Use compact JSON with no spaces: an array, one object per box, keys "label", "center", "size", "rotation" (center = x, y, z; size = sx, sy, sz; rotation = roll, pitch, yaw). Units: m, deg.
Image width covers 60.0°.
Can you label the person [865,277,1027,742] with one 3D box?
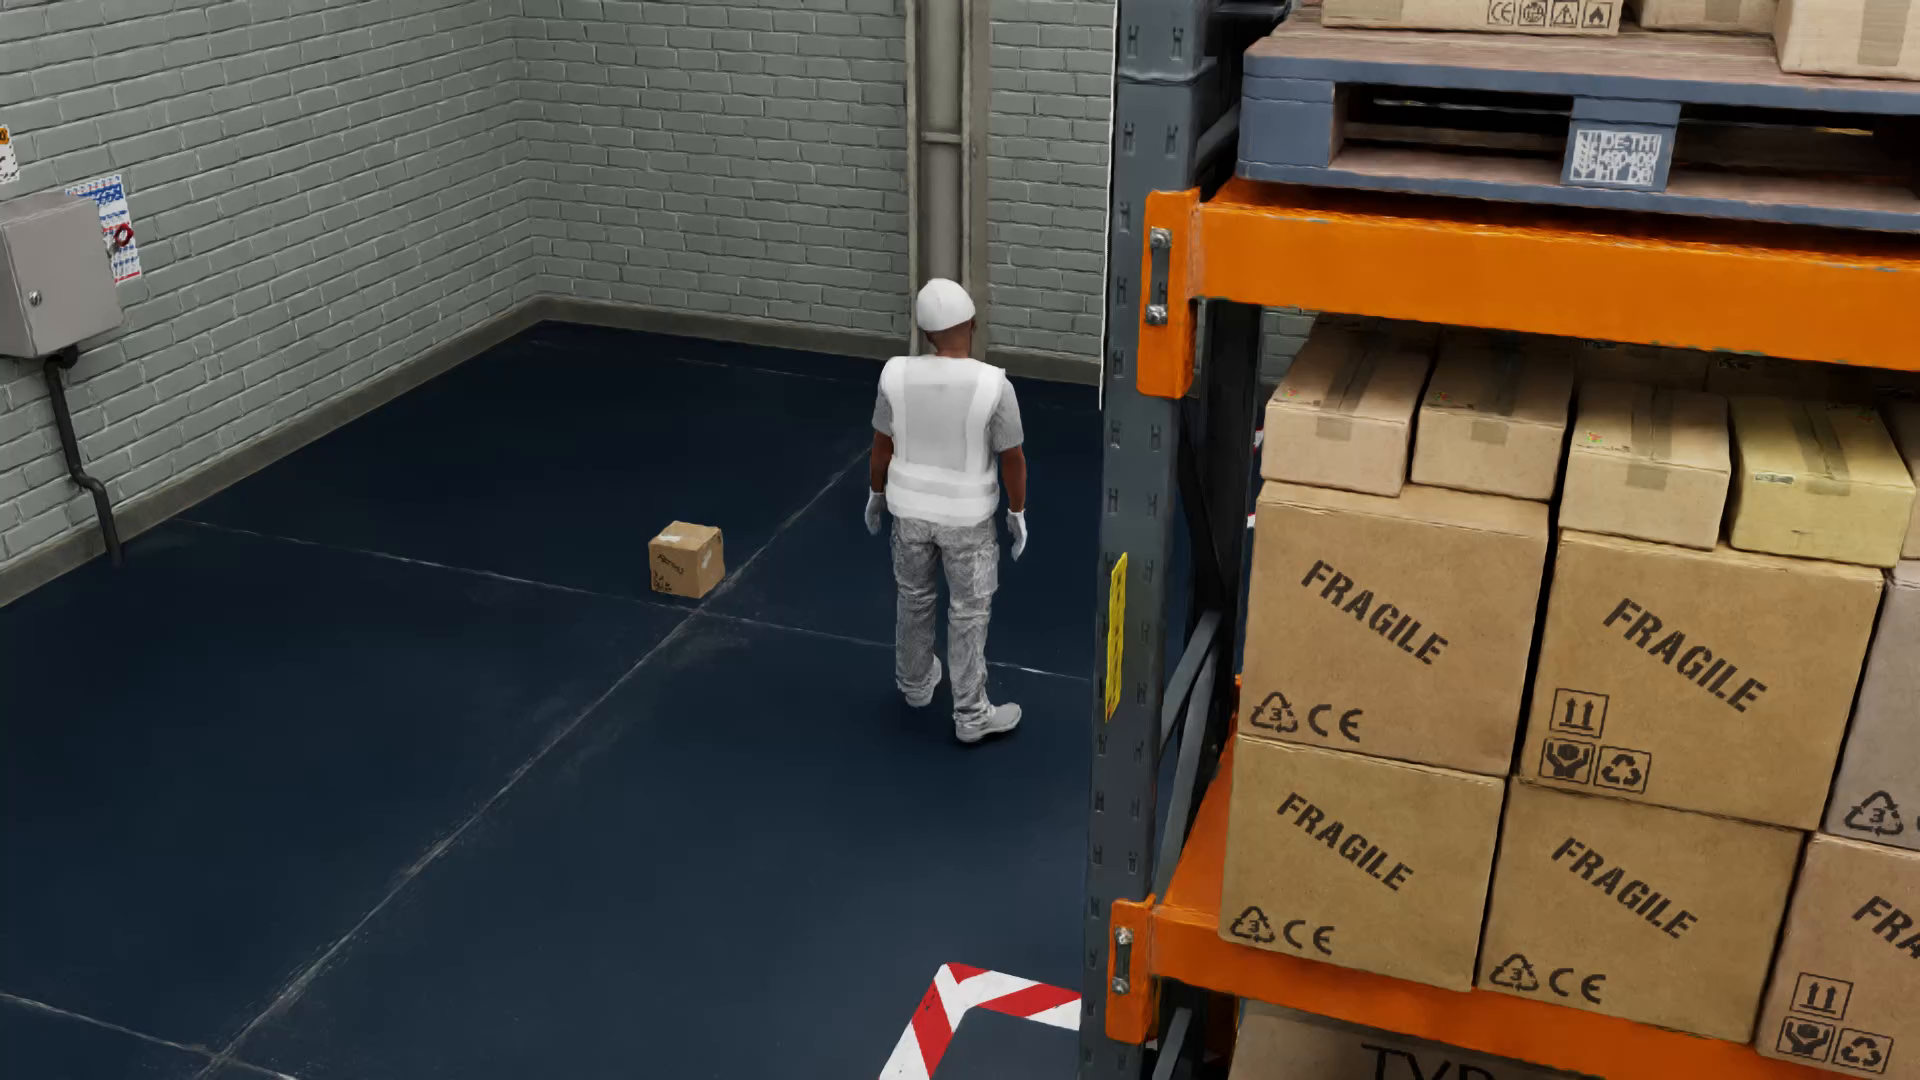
[{"label":"person","center":[-0.046,-0.133,6.301],"size":[0.640,1.784,0.511],"rotation":[8,27,16]}]
